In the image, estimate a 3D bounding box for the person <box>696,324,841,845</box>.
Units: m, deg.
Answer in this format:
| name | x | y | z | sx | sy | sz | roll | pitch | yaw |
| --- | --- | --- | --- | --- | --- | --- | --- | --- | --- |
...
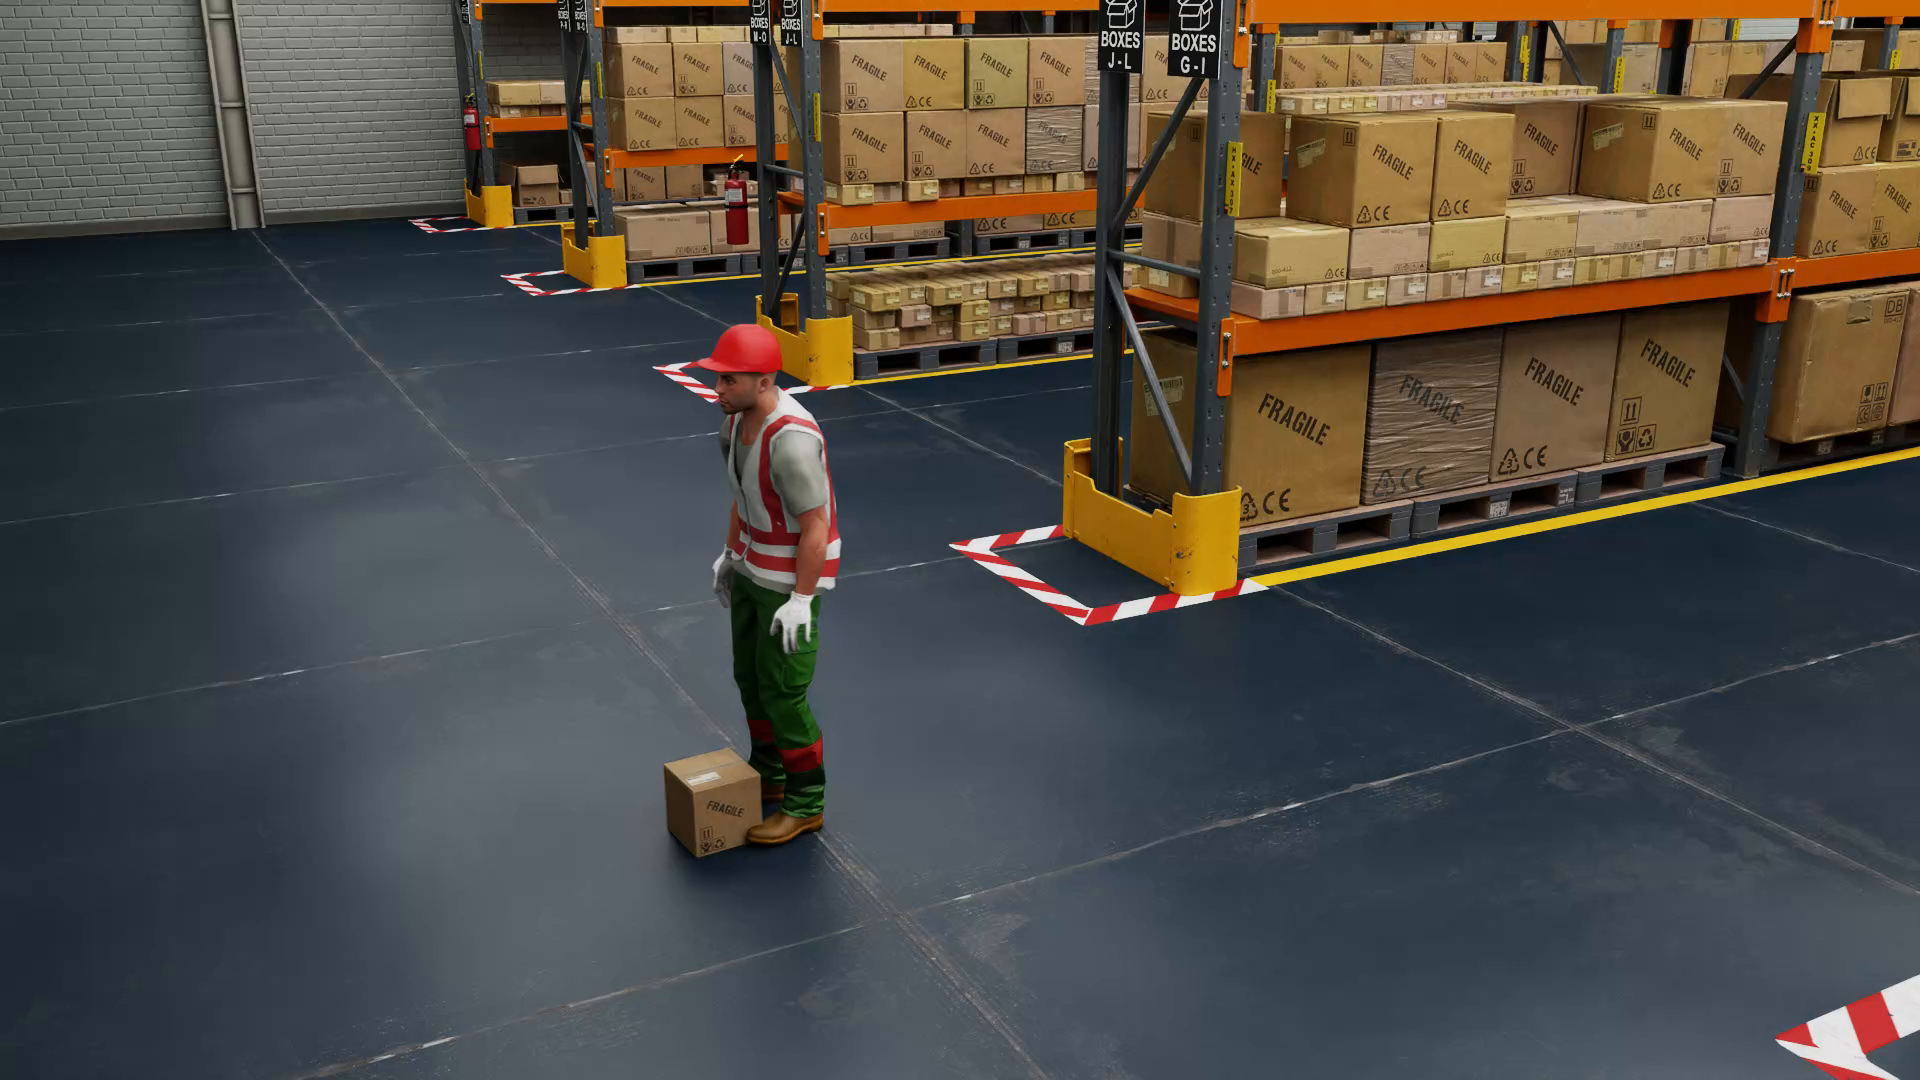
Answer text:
| name | x | y | z | sx | sy | sz | roll | pitch | yaw |
| --- | --- | --- | --- | --- | --- | --- | --- | --- | --- |
| person | -0.642 | 0.148 | 5.583 | 0.445 | 1.781 | 0.622 | -11 | 21 | -29 |
